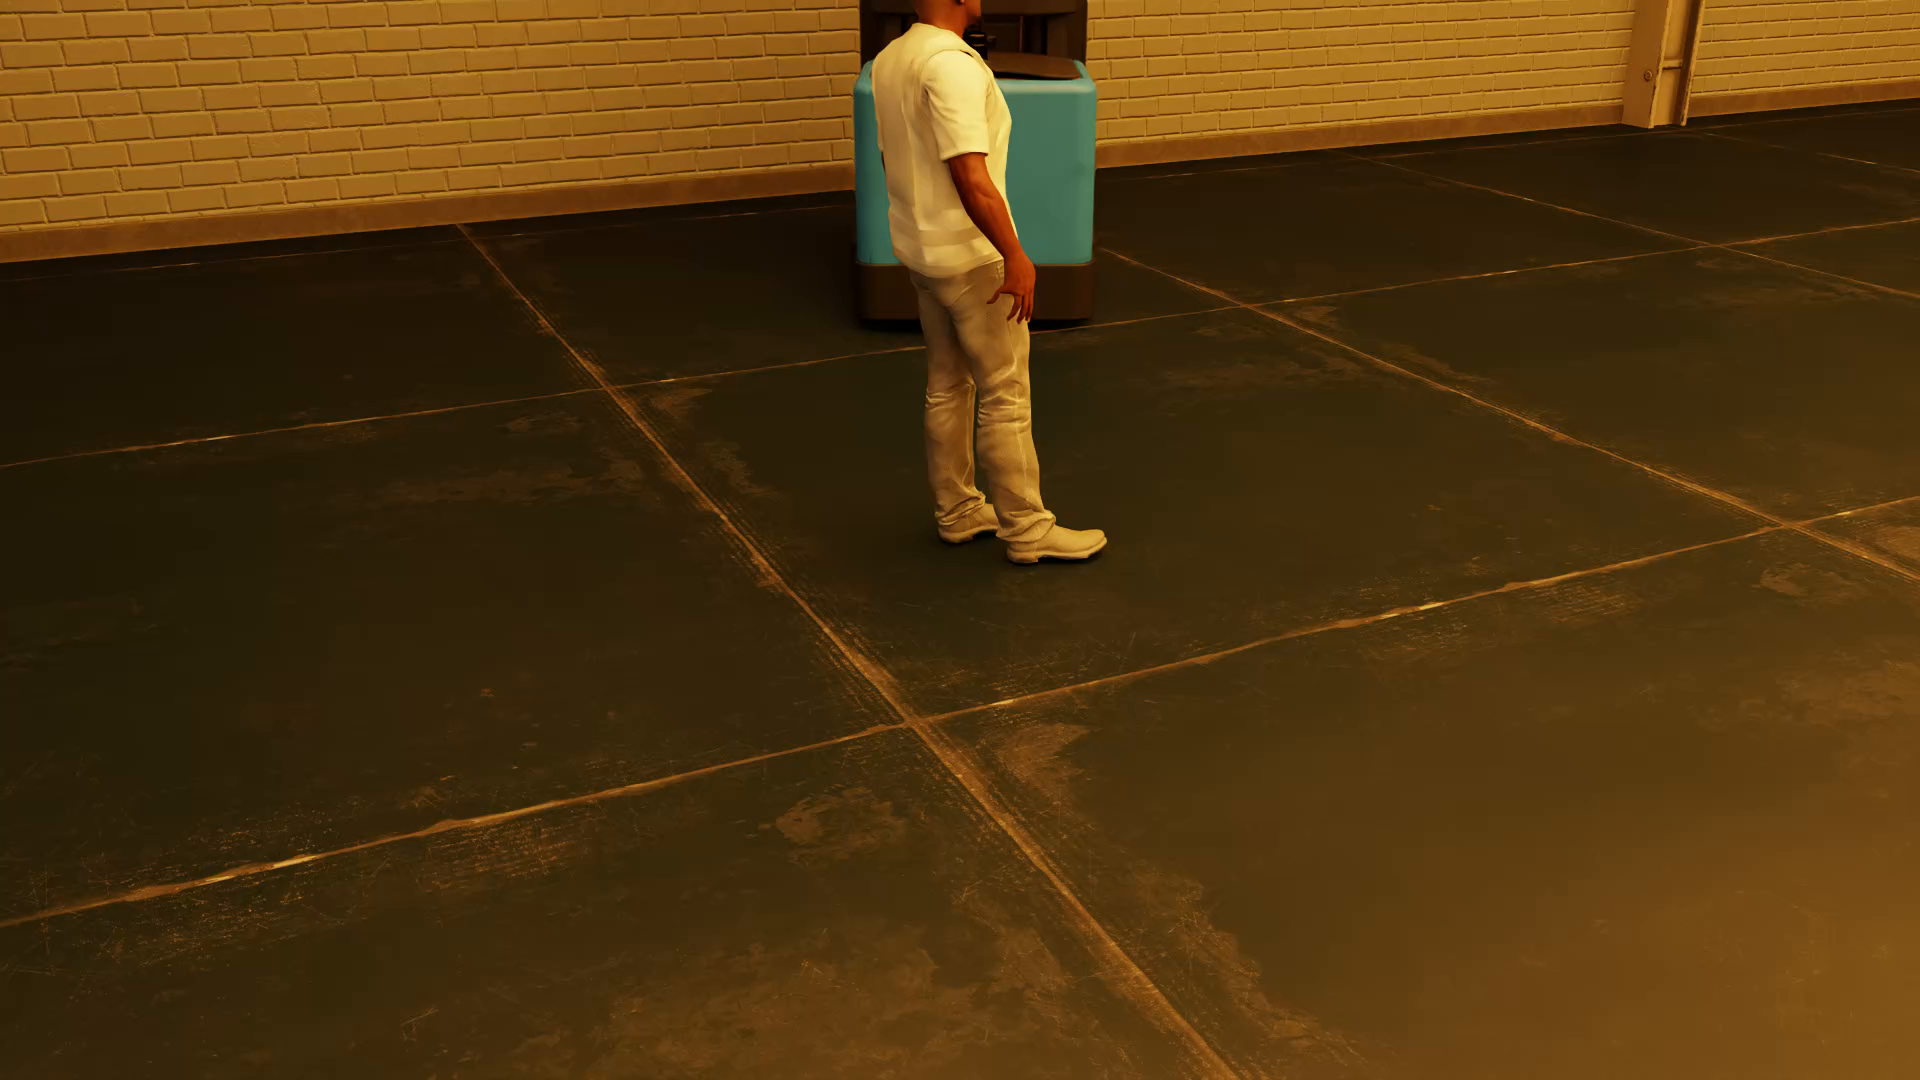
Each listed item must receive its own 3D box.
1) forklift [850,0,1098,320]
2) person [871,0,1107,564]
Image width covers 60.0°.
[{"bbox_3d":[0.064,-2.825,8.086,1.130,2.935,3.031,0,23,0],"label":"forklift"},{"bbox_3d":[0.065,-0.832,4.787,0.577,1.765,0.666,-10,25,-23],"label":"person"}]
